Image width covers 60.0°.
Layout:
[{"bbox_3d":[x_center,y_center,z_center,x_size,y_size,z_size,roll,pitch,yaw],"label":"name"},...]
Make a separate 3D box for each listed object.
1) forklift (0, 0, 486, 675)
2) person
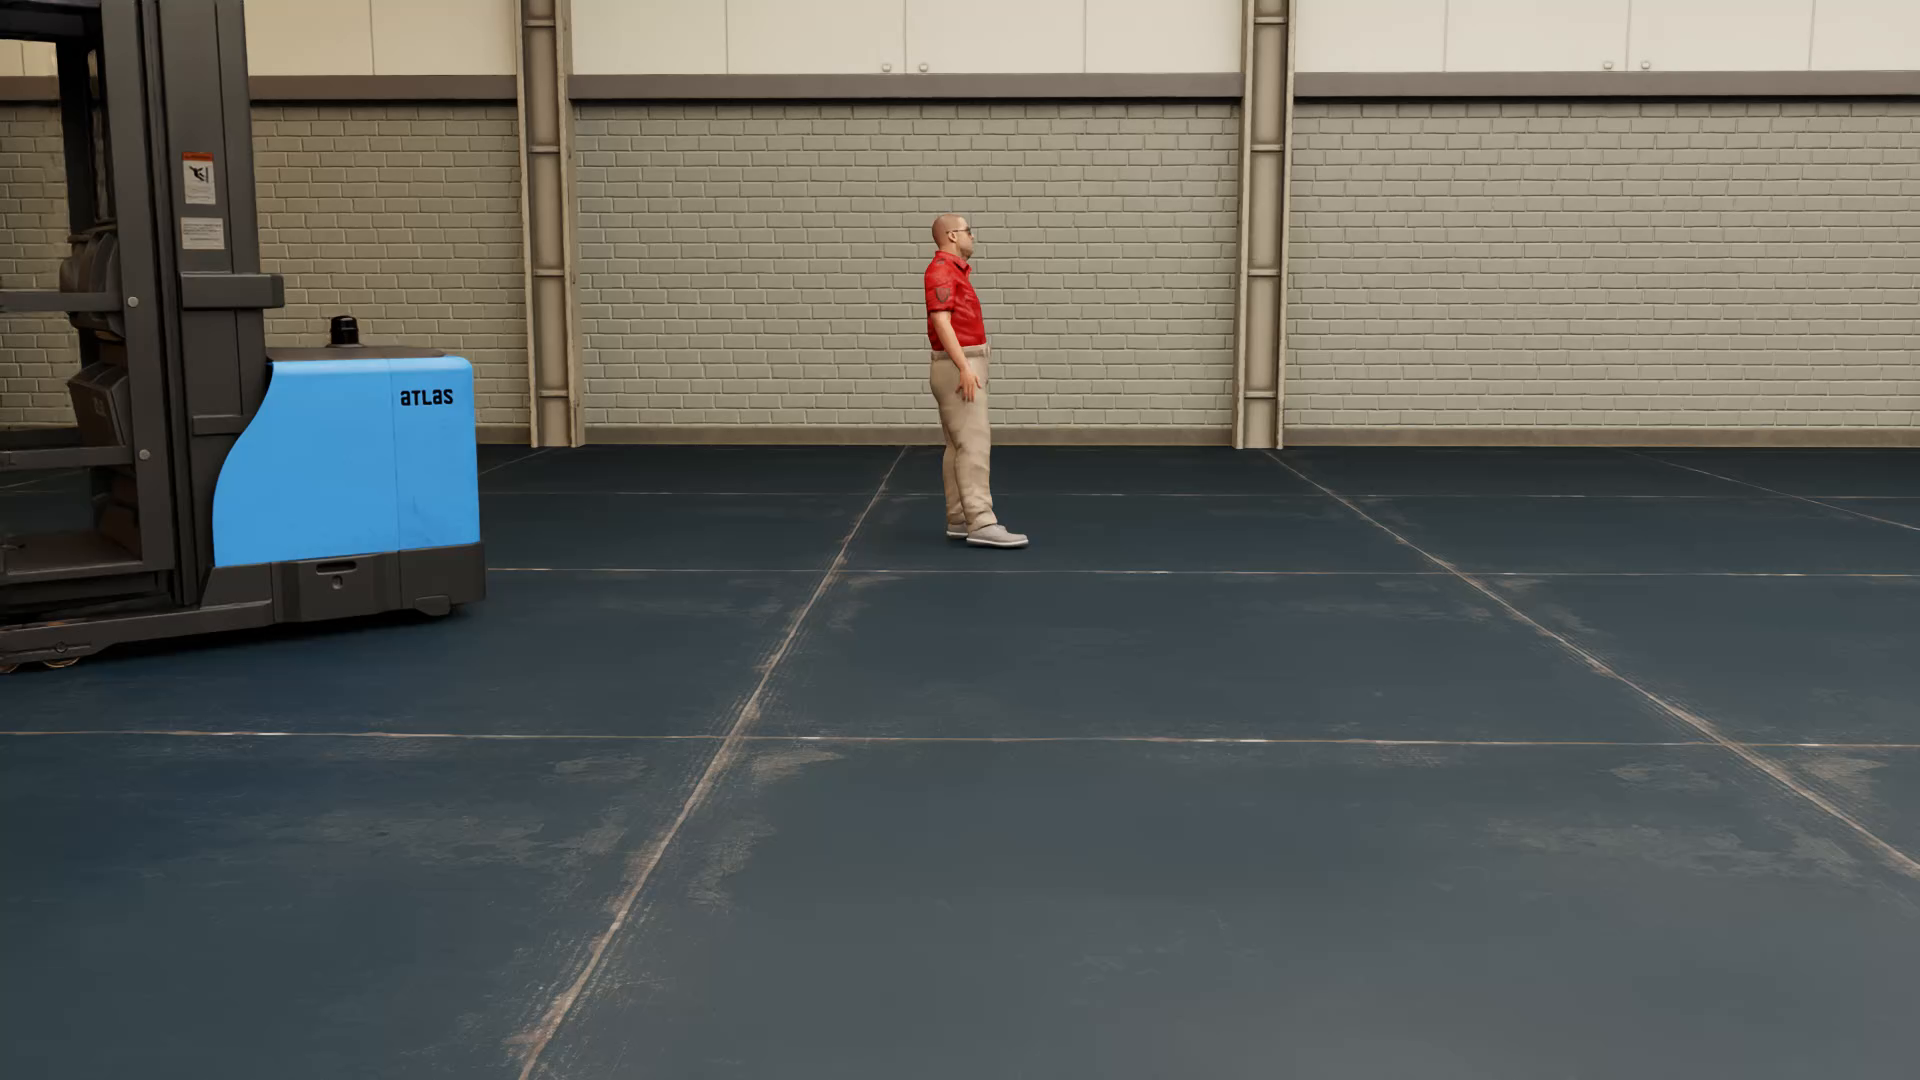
[{"bbox_3d":[-3.472,-1.061,6.241,3.031,2.935,1.130,-6,11,-35],"label":"forklift"},{"bbox_3d":[0.090,-0.861,8.856,0.550,1.728,0.641,0,9,1],"label":"person"}]
